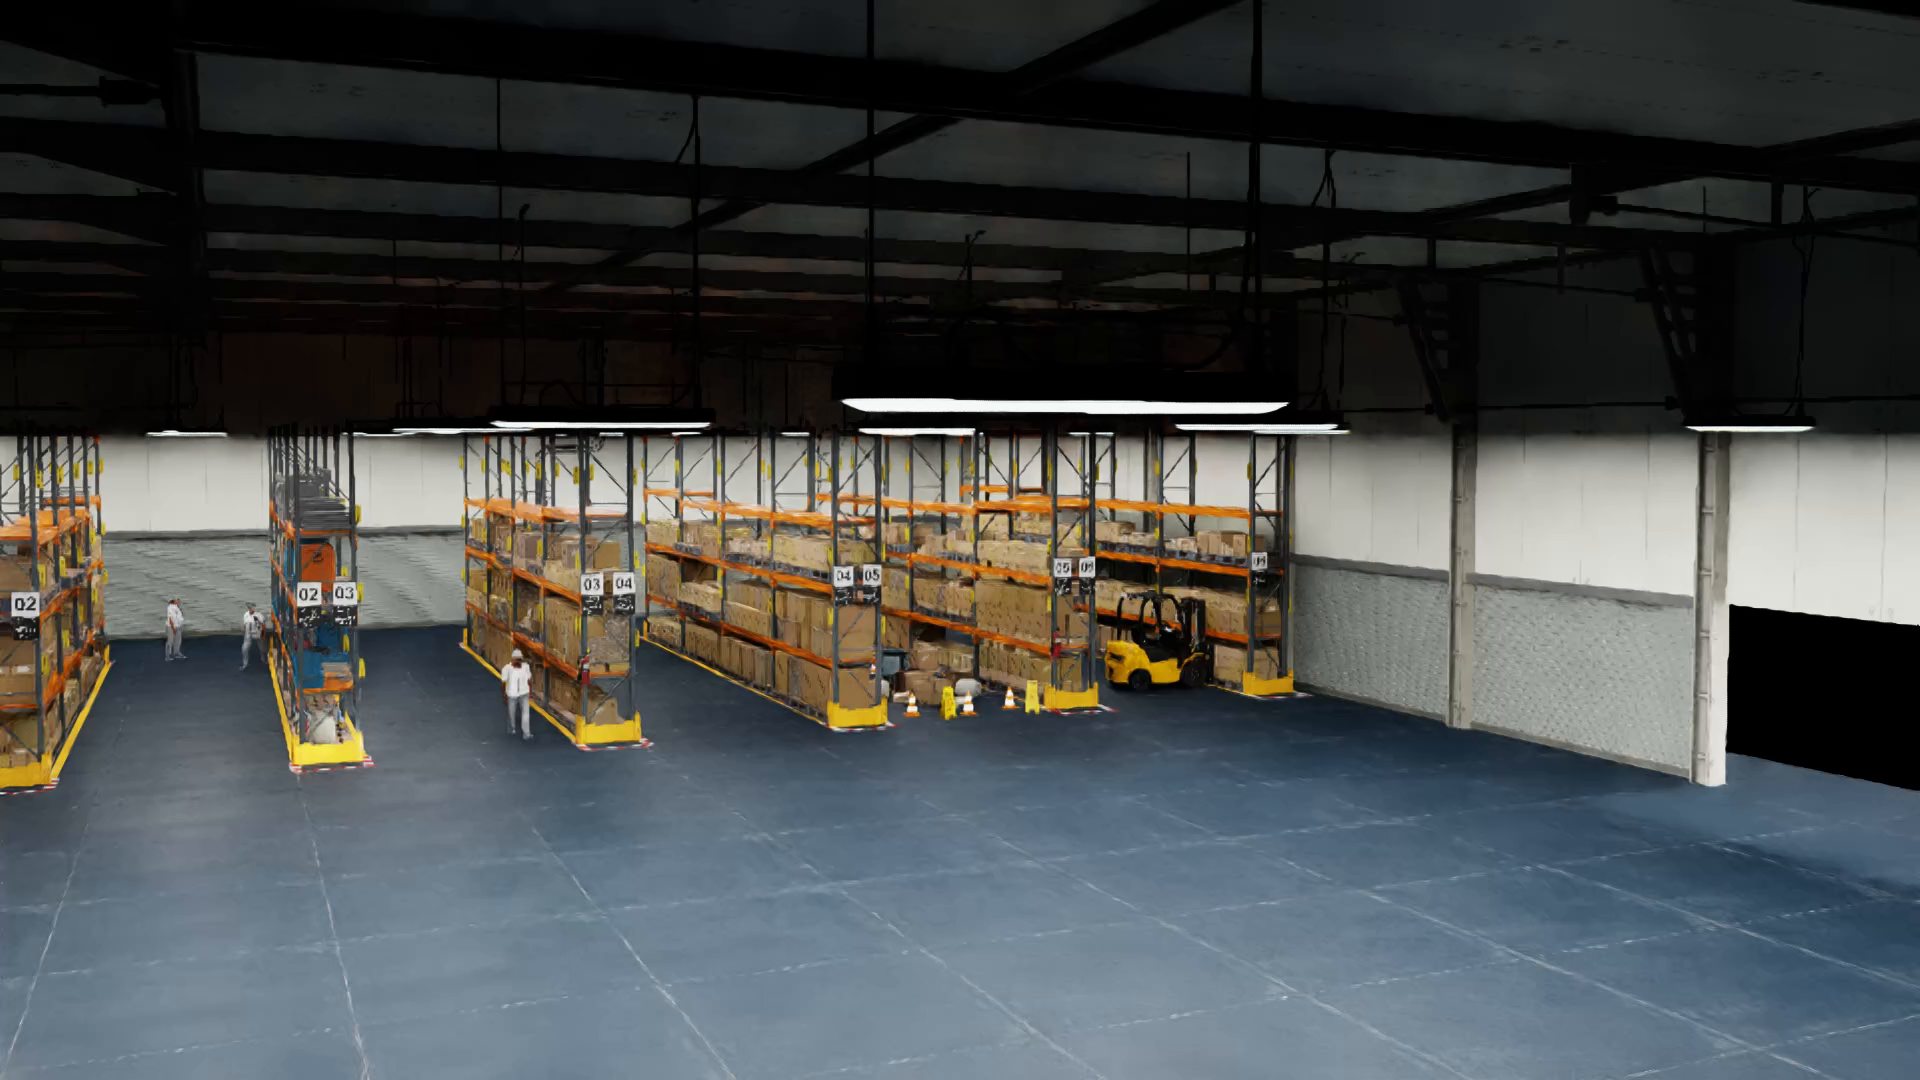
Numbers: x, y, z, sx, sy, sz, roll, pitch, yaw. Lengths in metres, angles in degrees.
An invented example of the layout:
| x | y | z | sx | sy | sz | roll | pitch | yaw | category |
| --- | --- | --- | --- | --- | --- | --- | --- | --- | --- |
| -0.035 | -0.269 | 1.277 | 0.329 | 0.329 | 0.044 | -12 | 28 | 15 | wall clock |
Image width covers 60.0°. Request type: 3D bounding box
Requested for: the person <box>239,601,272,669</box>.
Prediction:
| x | y | z | sx | sy | sz | roll | pitch | yaw | category |
| --- | --- | --- | --- | --- | --- | --- | --- | --- | --- |
| -17.524 | 2.348 | 41.337 | 0.585 | 1.695 | 0.978 | 0 | 3 | -3 | person |

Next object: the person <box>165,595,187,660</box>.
| x | y | z | sx | sy | sz | roll | pitch | yaw | category |
| --- | --- | --- | --- | --- | --- | --- | --- | --- | --- |
| -20.343 | 2.255 | 43.034 | 0.423 | 1.667 | 0.602 | 0 | 3 | -5 | person |

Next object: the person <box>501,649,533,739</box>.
| x | y | z | sx | sy | sz | roll | pitch | yaw | category |
| --- | --- | --- | --- | --- | --- | --- | --- | --- | --- |
| -8.481 | 2.922 | 31.817 | 0.577 | 1.691 | 1.121 | -1 | 4 | -22 | person |

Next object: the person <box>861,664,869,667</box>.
| x | y | z | sx | sy | sz | roll | pitch | yaw | category |
| --- | --- | --- | --- | --- | --- | --- | --- | --- | --- |
| -2.349 | 2.442 | 39.887 | 0.402 | 1.524 | 0.502 | 0 | 4 | 6 | person |
